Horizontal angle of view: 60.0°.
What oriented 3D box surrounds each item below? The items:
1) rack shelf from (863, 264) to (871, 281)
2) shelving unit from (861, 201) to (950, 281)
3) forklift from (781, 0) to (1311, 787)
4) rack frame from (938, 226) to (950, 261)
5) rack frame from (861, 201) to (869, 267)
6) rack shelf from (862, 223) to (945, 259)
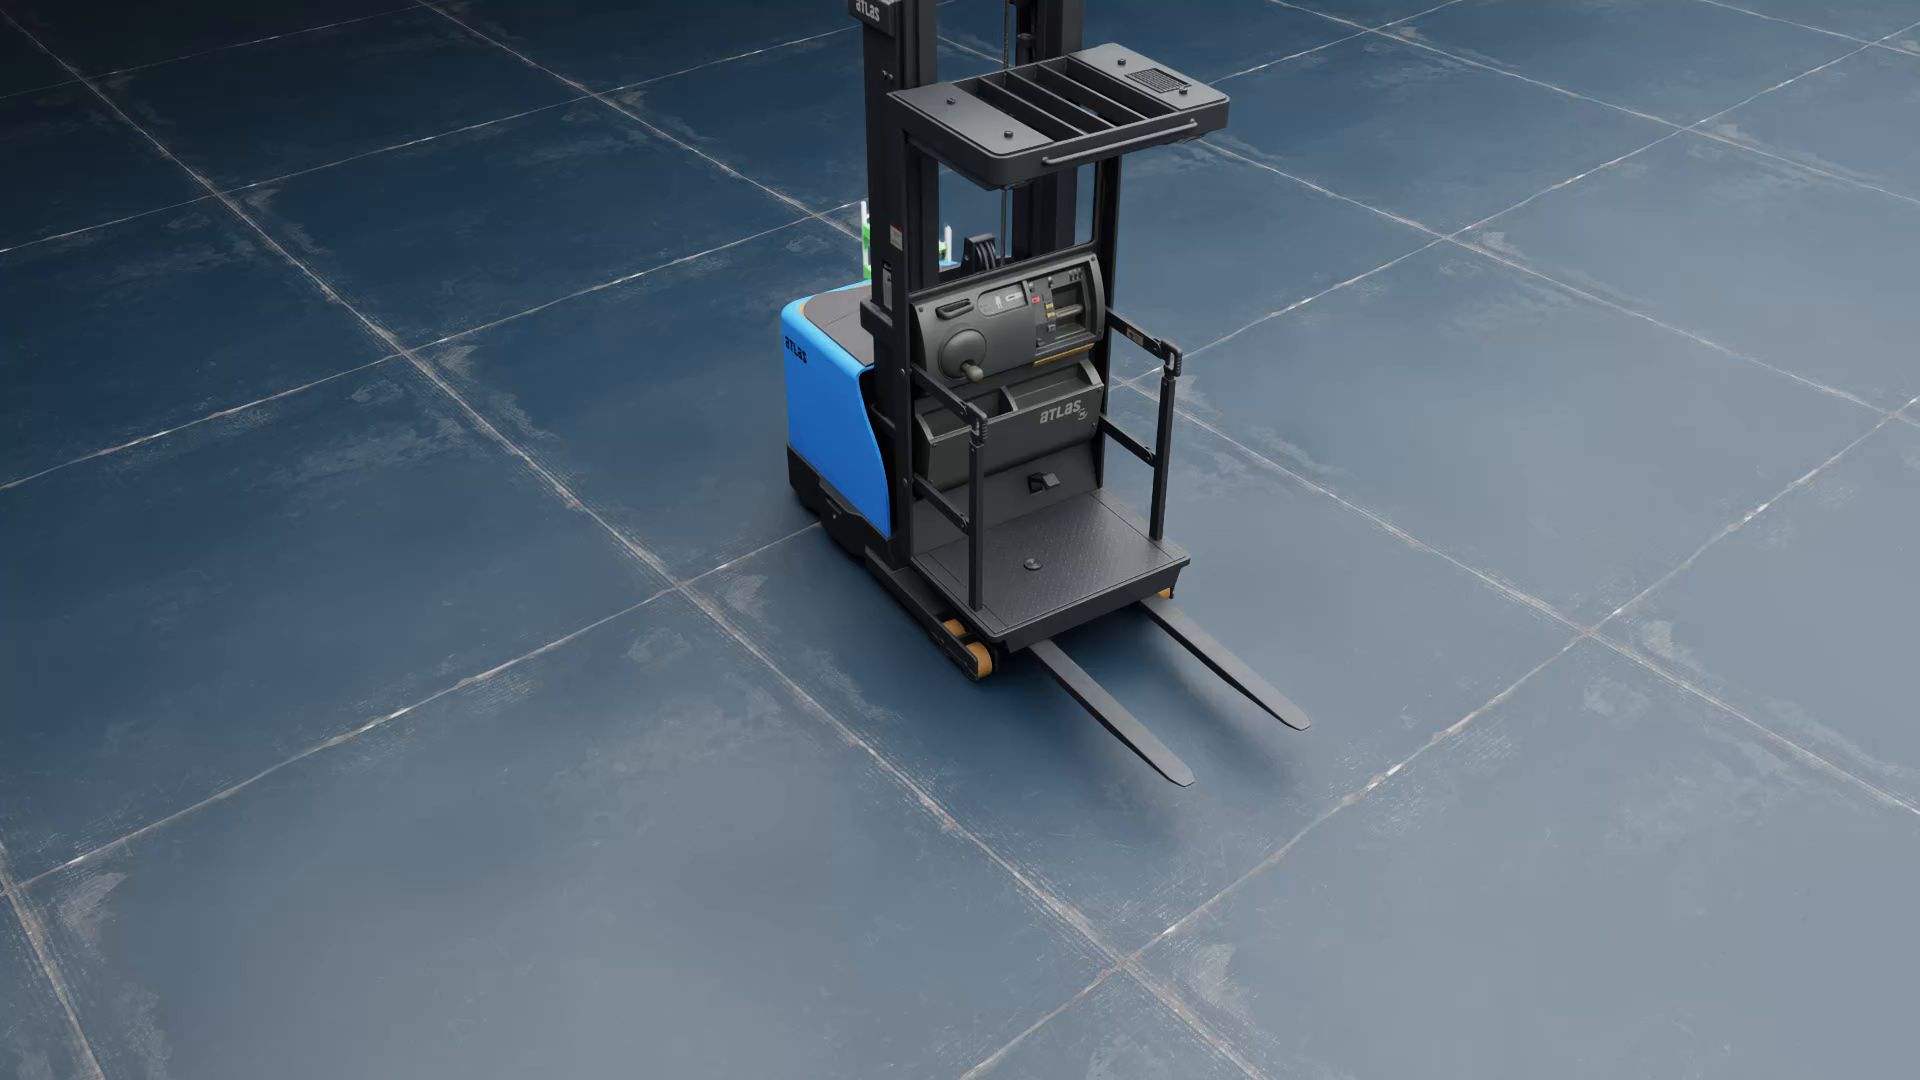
[{"bbox_3d":[-0.283,-1.323,8.776,0.258,0.148,0.480,-19,40,-25],"label":"rack shelf"},{"bbox_3d":[-0.283,-1.180,8.878,0.258,1.200,0.503,-19,40,-25],"label":"shelving unit"},{"bbox_3d":[0.339,-0.890,6.970,1.130,2.935,3.031,-20,40,-26],"label":"forklift"},{"bbox_3d":[-0.158,-1.059,8.707,0.240,1.200,0.015,-19,40,-25],"label":"rack frame"},{"bbox_3d":[-0.408,-1.301,9.049,0.240,1.200,0.015,-19,40,-25],"label":"rack frame"},{"bbox_3d":[-0.283,-1.519,8.637,0.258,0.148,0.480,-19,40,-25],"label":"rack shelf"}]
